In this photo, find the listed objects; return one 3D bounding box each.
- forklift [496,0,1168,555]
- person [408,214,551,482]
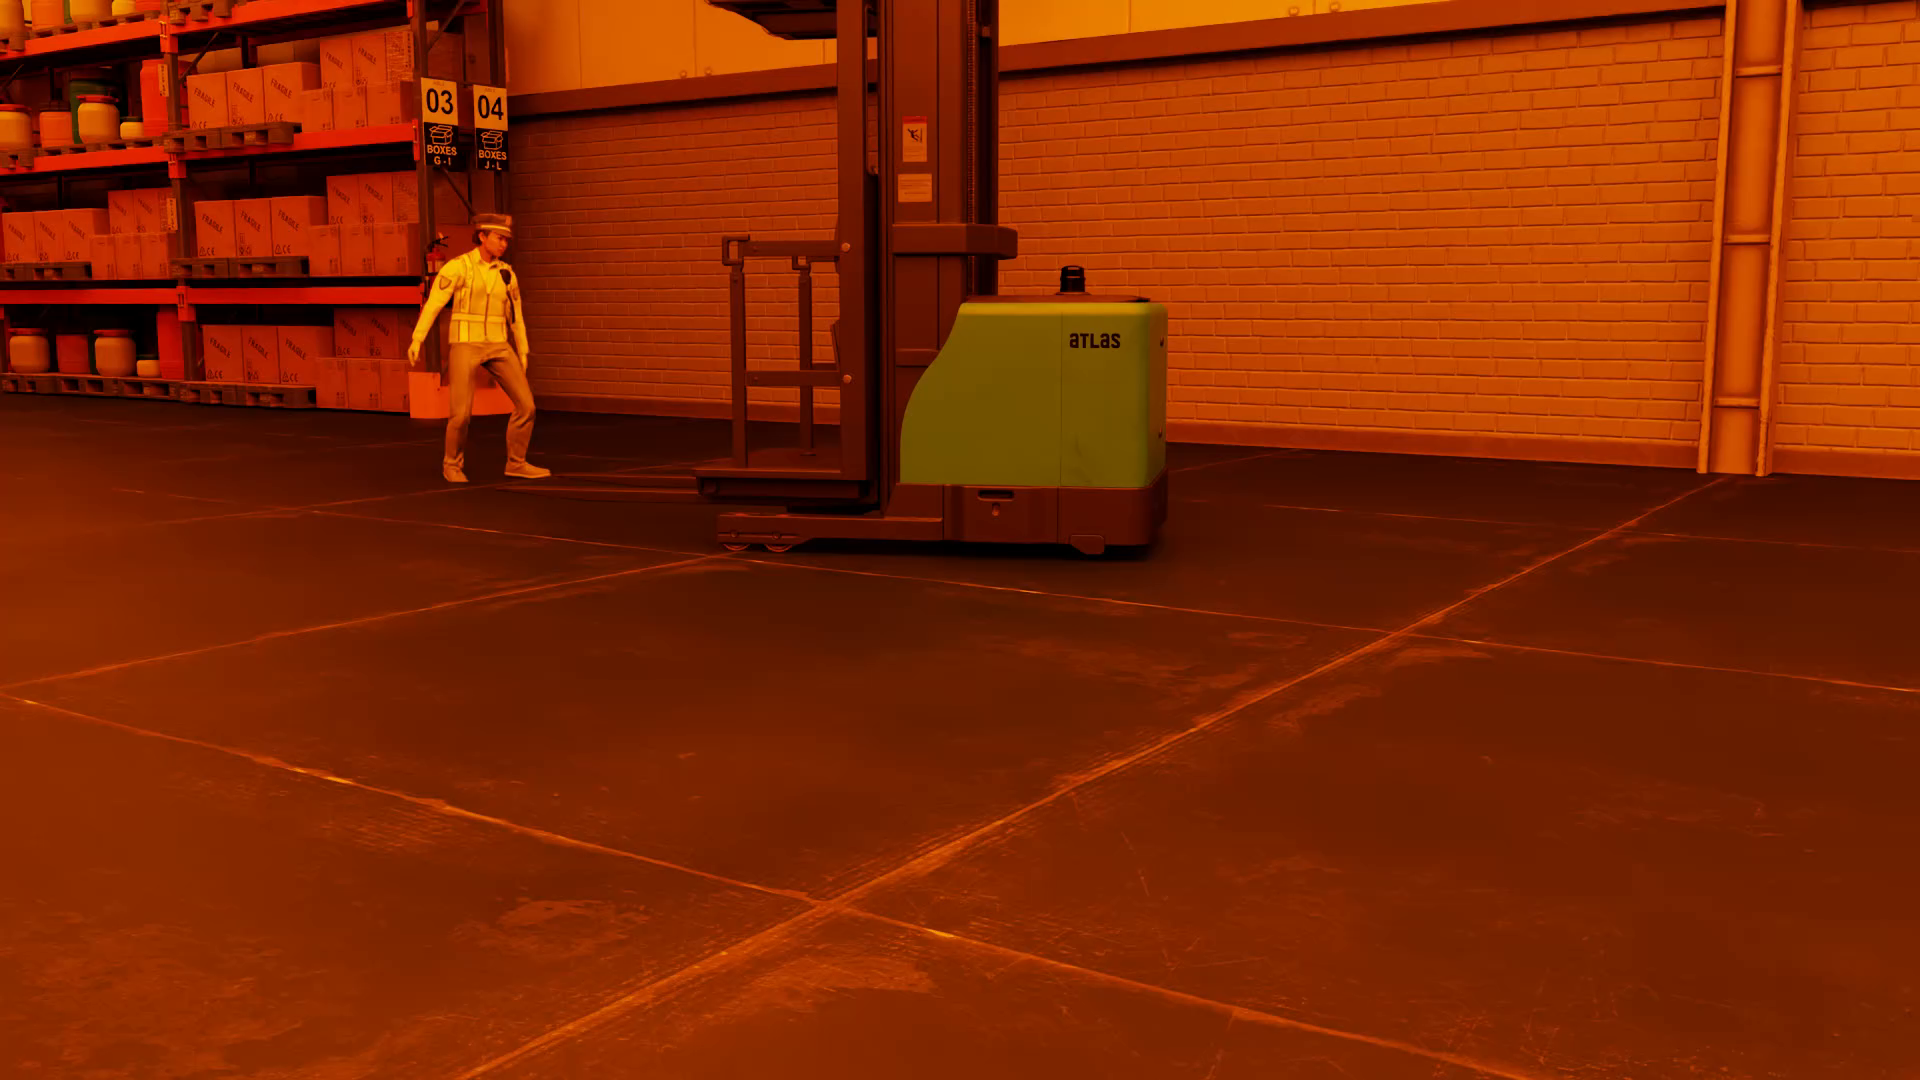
[{"bbox_3d":[-0.596,-1.469,7.520,3.031,2.935,1.130,2,8,12],"label":"forklift"},{"bbox_3d":[-2.927,-1.136,10.080,0.812,1.650,0.441,-5,10,-33],"label":"person"}]
